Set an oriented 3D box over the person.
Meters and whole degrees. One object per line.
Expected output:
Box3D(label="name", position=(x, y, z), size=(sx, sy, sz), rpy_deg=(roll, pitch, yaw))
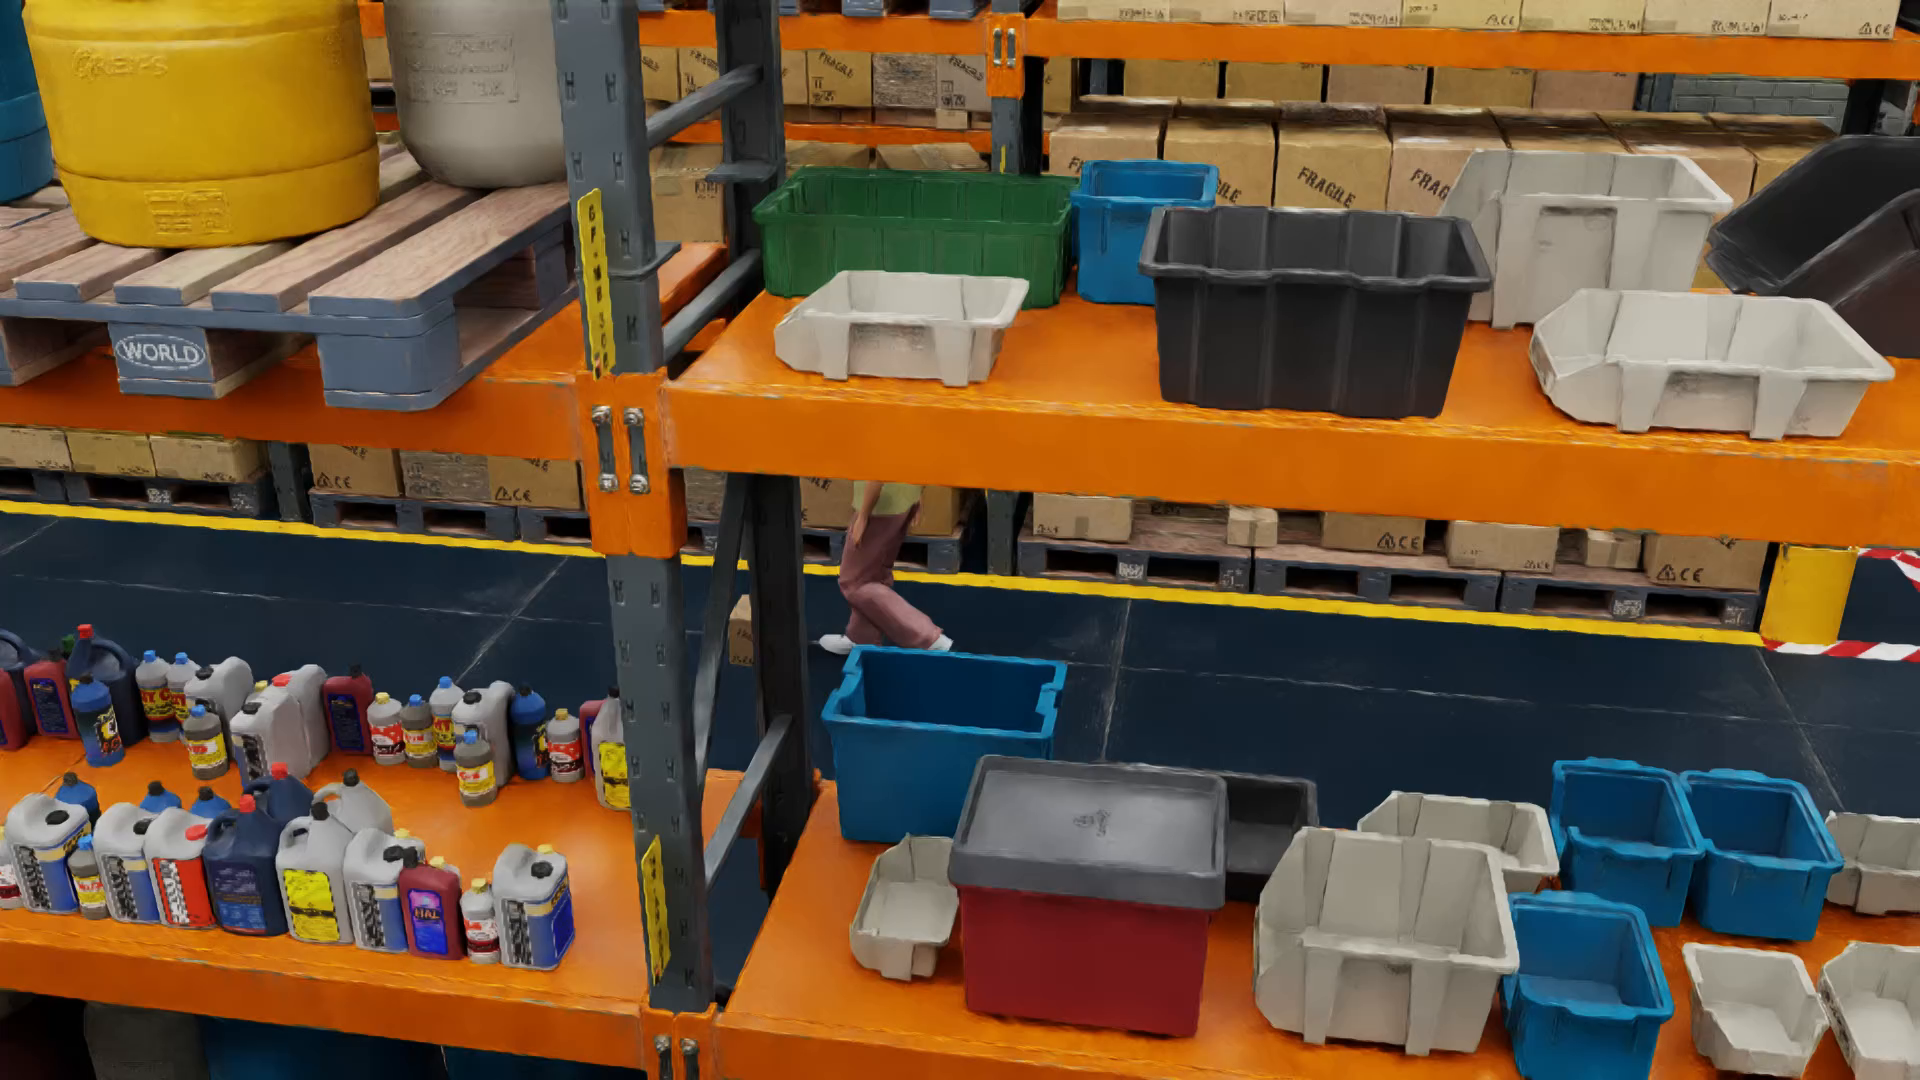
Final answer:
Box3D(label="person", position=(-0.338, -0.150, 7.407), size=(0.754, 1.650, 0.461), rpy_deg=(10, 27, 20))
